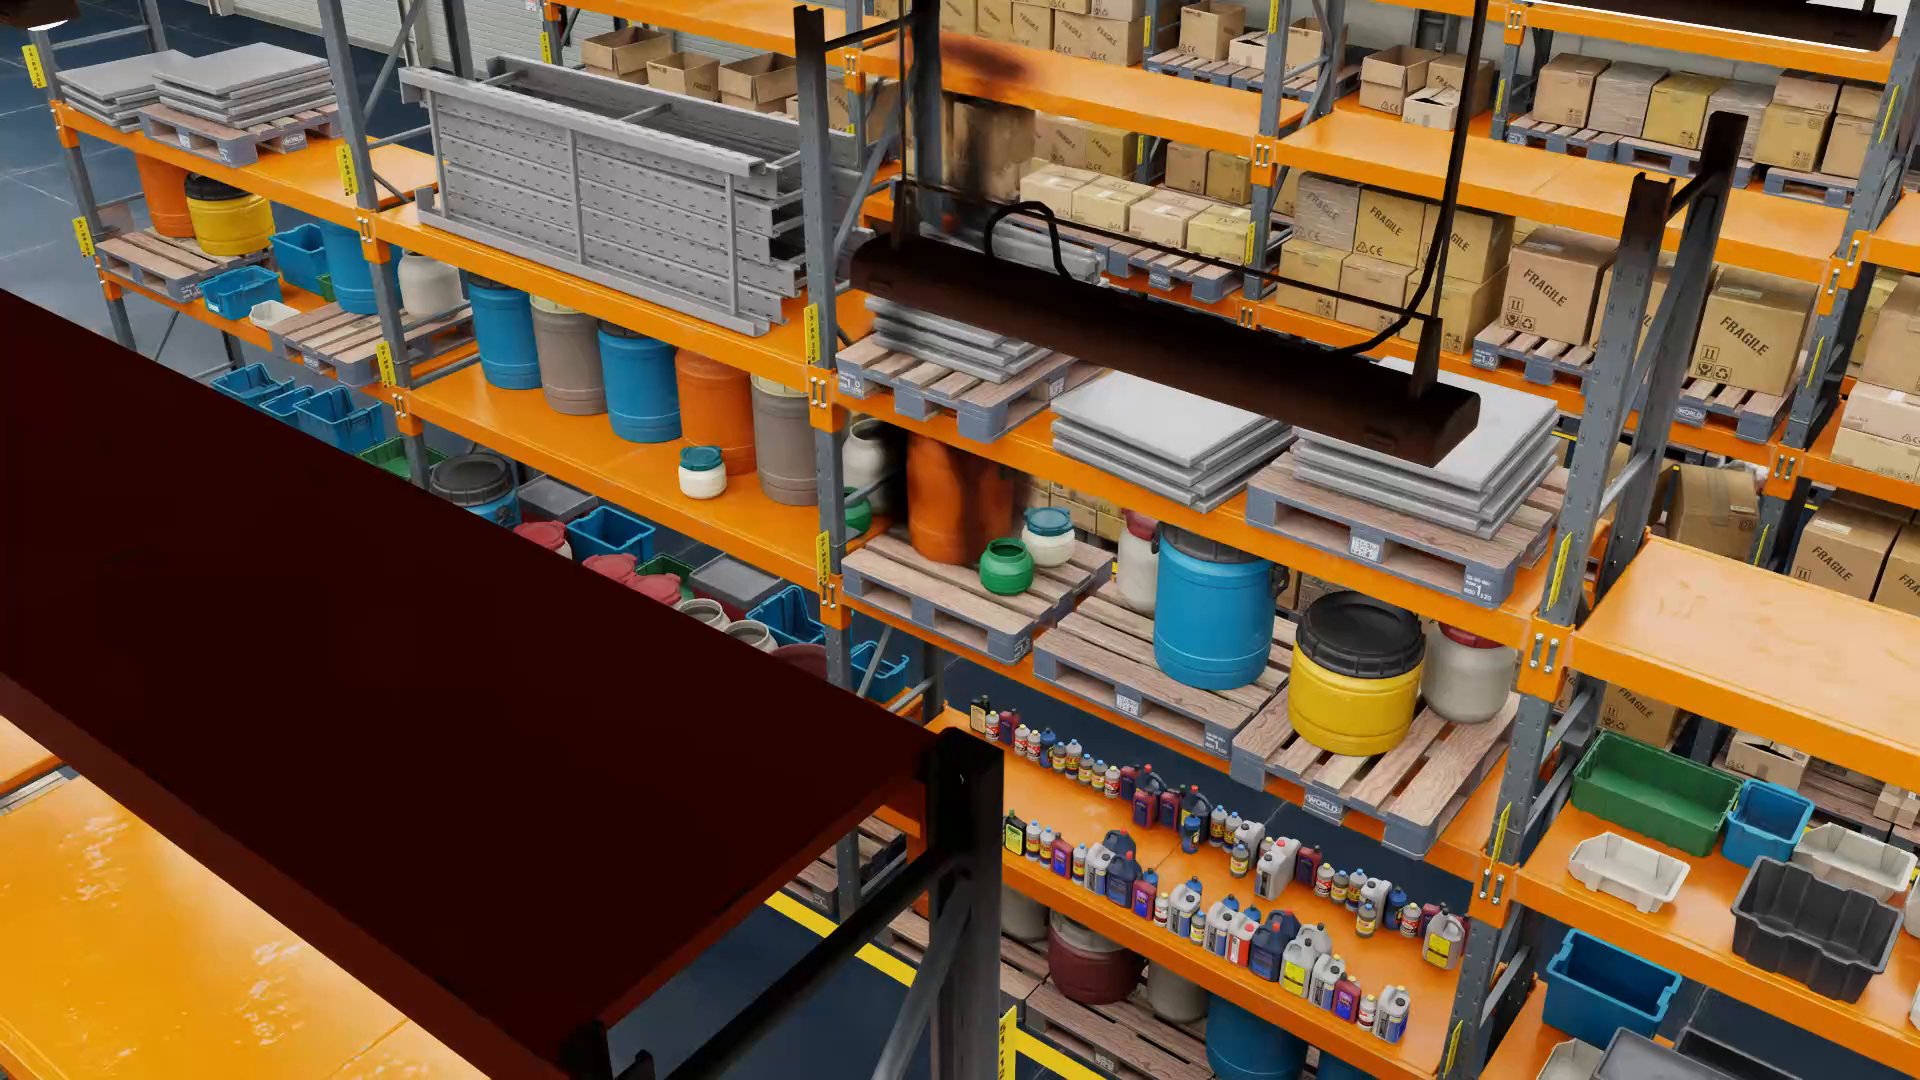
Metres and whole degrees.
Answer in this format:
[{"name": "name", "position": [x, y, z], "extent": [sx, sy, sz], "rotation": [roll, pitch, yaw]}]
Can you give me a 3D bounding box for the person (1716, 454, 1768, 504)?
[{"name": "person", "position": [6.598, -0.314, 14.110], "extent": [0.817, 1.787, 0.688], "rotation": [14, 34, 21]}]
